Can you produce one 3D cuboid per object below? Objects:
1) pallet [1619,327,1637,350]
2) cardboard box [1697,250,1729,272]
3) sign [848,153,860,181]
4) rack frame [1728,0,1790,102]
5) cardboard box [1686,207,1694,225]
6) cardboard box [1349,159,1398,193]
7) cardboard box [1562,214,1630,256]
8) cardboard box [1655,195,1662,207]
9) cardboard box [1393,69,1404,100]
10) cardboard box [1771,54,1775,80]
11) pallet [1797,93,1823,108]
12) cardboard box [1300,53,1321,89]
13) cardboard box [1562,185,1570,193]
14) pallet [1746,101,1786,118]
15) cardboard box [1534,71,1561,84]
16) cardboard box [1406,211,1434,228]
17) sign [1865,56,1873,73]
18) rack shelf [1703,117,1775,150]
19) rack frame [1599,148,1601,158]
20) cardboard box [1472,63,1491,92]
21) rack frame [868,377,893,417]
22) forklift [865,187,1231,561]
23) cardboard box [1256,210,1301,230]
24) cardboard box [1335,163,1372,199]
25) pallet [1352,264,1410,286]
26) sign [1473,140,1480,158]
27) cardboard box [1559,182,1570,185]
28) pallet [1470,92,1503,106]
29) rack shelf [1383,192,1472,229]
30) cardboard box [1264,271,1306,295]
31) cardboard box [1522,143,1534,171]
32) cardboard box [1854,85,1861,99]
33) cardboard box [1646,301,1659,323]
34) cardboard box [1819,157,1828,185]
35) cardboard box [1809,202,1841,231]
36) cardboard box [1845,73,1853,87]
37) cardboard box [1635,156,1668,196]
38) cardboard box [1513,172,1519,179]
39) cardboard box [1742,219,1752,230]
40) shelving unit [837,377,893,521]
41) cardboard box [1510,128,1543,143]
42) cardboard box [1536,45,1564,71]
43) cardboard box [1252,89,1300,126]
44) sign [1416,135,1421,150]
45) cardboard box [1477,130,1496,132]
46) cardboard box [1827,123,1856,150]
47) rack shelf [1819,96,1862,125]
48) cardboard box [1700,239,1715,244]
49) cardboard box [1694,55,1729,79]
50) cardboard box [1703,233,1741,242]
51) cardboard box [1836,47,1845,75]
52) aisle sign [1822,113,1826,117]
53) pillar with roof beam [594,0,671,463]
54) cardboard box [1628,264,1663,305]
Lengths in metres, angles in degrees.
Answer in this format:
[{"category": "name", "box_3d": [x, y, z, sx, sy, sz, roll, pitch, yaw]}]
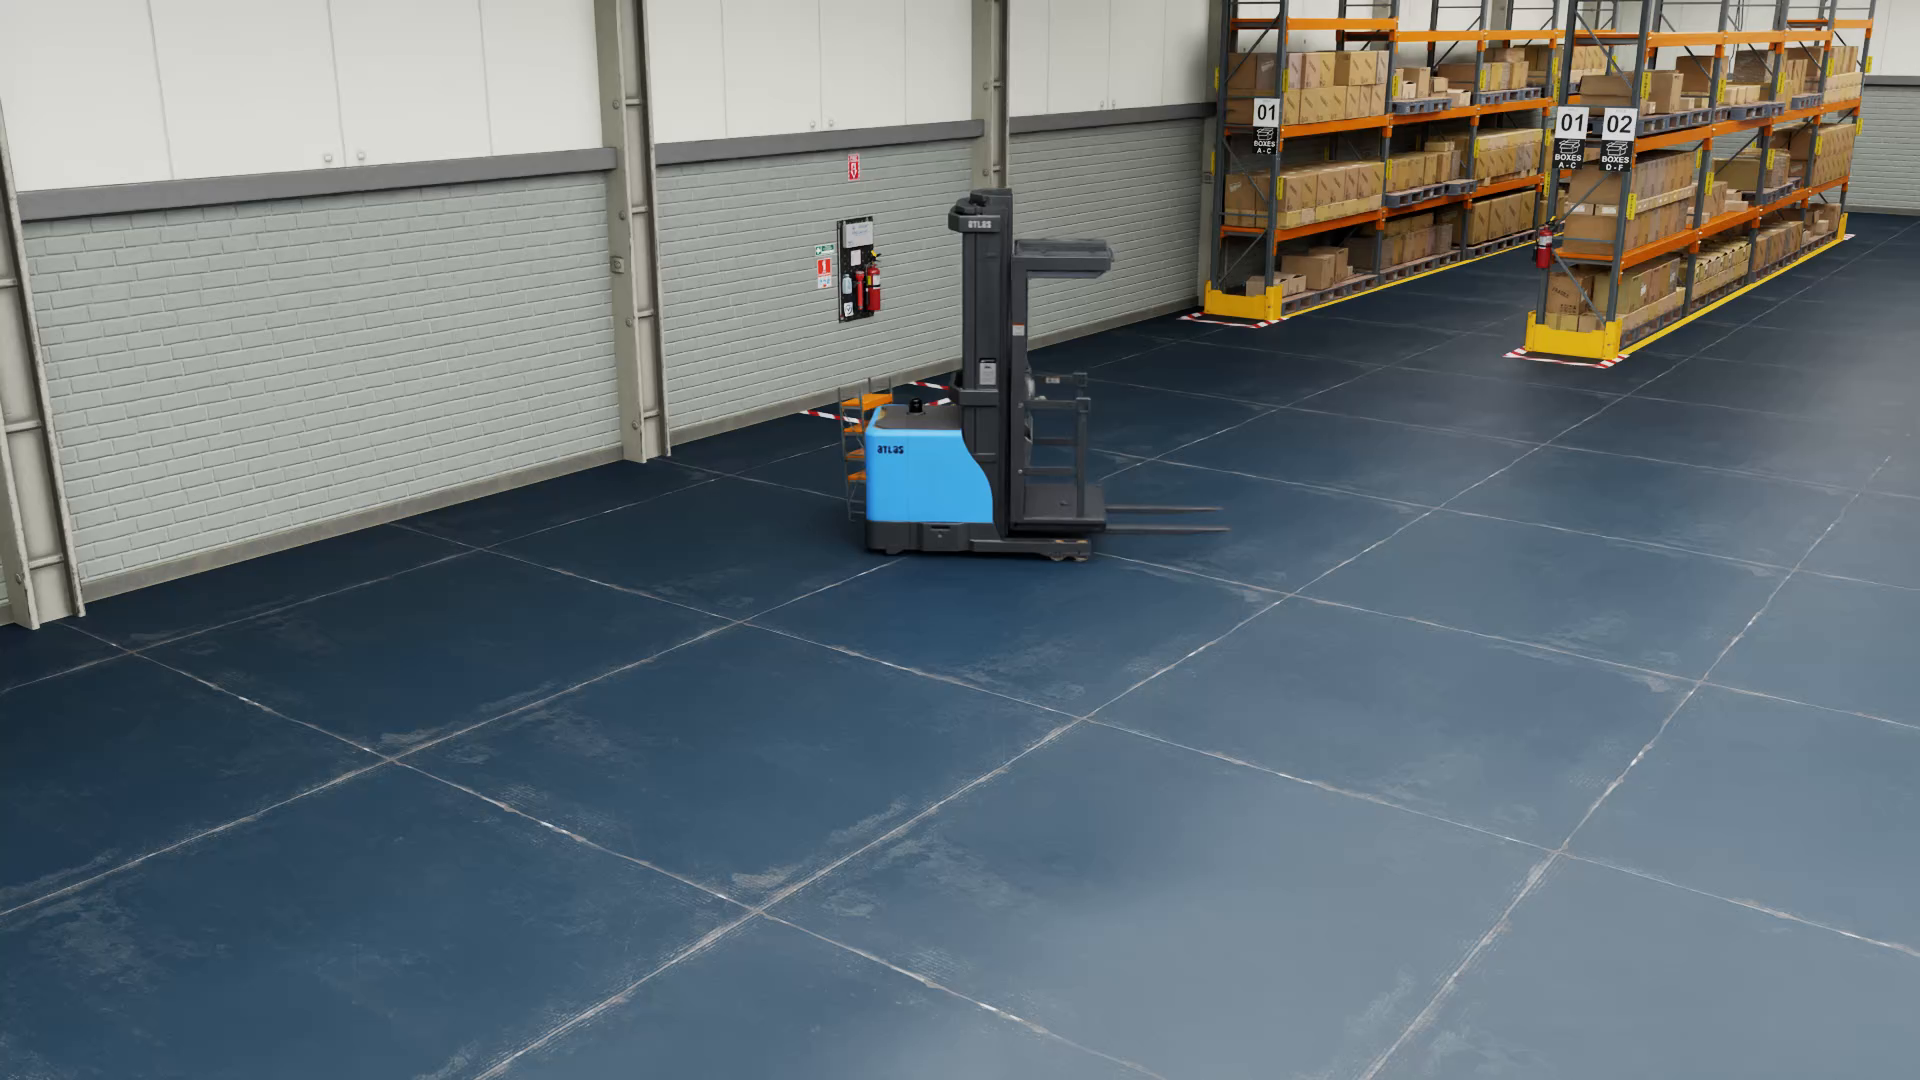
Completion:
[{"category": "pallet", "box_3d": [8.631, -2.802, 22.911, 1.003, 0.211, 1.213, 12, 21, 35]}, {"category": "cardboard box", "box_3d": [11.953, -4.473, 26.572, 0.500, 0.311, 0.500, 13, 22, 36]}, {"category": "sign", "box_3d": [-1.212, -4.250, 18.963, 0.001, 0.298, 0.199, 12, 21, 35]}, {"category": "rack frame", "box_3d": [12.975, -8.715, 27.133, 1.000, 3.000, 0.127, 12, 21, 35]}, {"category": "cardboard box", "box_3d": [10.850, -4.950, 25.380, 0.500, 0.250, 0.500, 14, 22, 38]}, {"category": "cardboard box", "box_3d": [6.942, -6.144, 28.062, 0.700, 0.500, 0.500, 12, 21, 35]}, {"category": "cardboard box", "box_3d": [8.497, -4.101, 22.223, 0.700, 0.500, 0.500, 12, 21, 35]}, {"category": "cardboard box", "box_3d": [9.532, -4.723, 23.133, 0.380, 0.149, 0.250, 13, 21, 35]}, {"category": "cardboard box", "box_3d": [7.002, -7.568, 27.623, 0.500, 0.500, 0.500, 16, 24, 42]}, {"category": "cardboard box", "box_3d": [13.544, -8.032, 28.137, 0.500, 0.500, 0.500, 12, 21, 35]}, {"category": "pallet", "box_3d": [14.914, -8.002, 30.214, 1.213, 0.211, 1.003, 12, 21, 35]}, {"category": "cardboard box", "box_3d": [4.992, -6.945, 24.605, 0.500, 0.500, 0.500, 12, 21, 34]}, {"category": "cardboard box", "box_3d": [13.343, -7.638, 36.194, 0.380, 0.149, 0.250, 13, 22, 36]}, {"category": "pallet", "box_3d": [12.643, -7.015, 27.035, 1.213, 0.211, 1.003, 14, 22, 37]}, {"category": "cardboard box", "box_3d": [12.002, -9.404, 33.787, 0.500, 0.250, 0.500, 12, 21, 35]}, {"category": "cardboard box", "box_3d": [8.218, -5.793, 30.050, 0.500, 0.250, 0.500, 13, 21, 36]}, {"category": "sign", "box_3d": [18.176, -9.508, 33.251, 0.100, 0.325, 0.005, 12, 21, 35]}, {"category": "rack shelf", "box_3d": [11.784, -6.462, 26.151, 1.077, 0.370, 4.000, 12, 21, 35]}, {"category": "rack frame", "box_3d": [13.762, -8.630, 36.975, 1.000, 3.000, 0.127, 12, 21, 35]}, {"category": "cardboard box", "box_3d": [9.511, -8.676, 31.155, 0.700, 0.500, 0.500, 11, 20, 32]}, {"category": "rack frame", "box_3d": [-0.678, -0.868, 14.985, 0.240, 1.200, 0.015, 5, 17, 30]}, {"category": "forklift", "box_3d": [0.743, -1.390, 13.779, 3.031, 2.935, 1.130, 1, 17, 2]}, {"category": "cardboard box", "box_3d": [4.774, -4.817, 24.916, 0.500, 0.250, 0.500, 12, 21, 33]}, {"category": "cardboard box", "box_3d": [6.285, -5.780, 26.754, 0.500, 0.500, 0.500, 12, 21, 34]}, {"category": "pallet", "box_3d": [7.074, -4.625, 28.782, 1.003, 0.211, 1.213, 12, 21, 35]}, {"category": "sign", "box_3d": [9.436, -7.146, 30.377, 0.100, 0.325, 0.005, 12, 21, 35]}, {"category": "cardboard box", "box_3d": [13.339, -7.827, 36.803, 0.380, 0.149, 0.250, 13, 21, 35]}, {"category": "pallet", "box_3d": [9.336, -8.229, 30.946, 1.213, 0.211, 1.003, 14, 22, 37]}, {"category": "rack shelf", "box_3d": [7.803, -5.904, 29.412, 1.077, 0.370, 4.000, 12, 21, 35]}, {"category": "cardboard box", "box_3d": [5.052, -4.029, 25.953, 0.500, 0.311, 0.500, 15, 22, 39]}, {"category": "cardboard box", "box_3d": [11.010, -7.598, 32.950, 0.500, 0.500, 0.500, 13, 21, 35]}, {"category": "cardboard box", "box_3d": [17.648, -8.947, 33.192, 0.500, 0.250, 0.500, 12, 21, 35]}, {"category": "cardboard box", "box_3d": [9.602, -3.277, 23.667, 0.500, 0.250, 0.500, 12, 21, 35]}, {"category": "cardboard box", "box_3d": [16.184, -7.046, 31.706, 0.500, 0.500, 0.500, 13, 21, 36]}, {"category": "cardboard box", "box_3d": [17.616, -6.598, 33.907, 0.500, 0.500, 0.500, 12, 21, 35]}, {"category": "cardboard box", "box_3d": [17.042, -8.950, 32.358, 0.500, 0.250, 0.500, 12, 21, 35]}, {"category": "cardboard box", "box_3d": [9.436, -5.099, 23.249, 0.700, 0.500, 0.500, 12, 21, 35]}, {"category": "cardboard box", "box_3d": [10.773, -7.198, 32.755, 0.380, 0.149, 0.250, 12, 21, 35]}, {"category": "cardboard box", "box_3d": [13.981, -5.747, 29.901, 0.500, 0.250, 0.500, 12, 21, 34]}, {"category": "shelving unit", "box_3d": [-0.800, -0.805, 14.783, 0.258, 1.200, 0.503, 5, 17, 30]}, {"category": "cardboard box", "box_3d": [11.305, -8.078, 33.230, 0.500, 0.250, 0.500, 13, 22, 36]}, {"category": "cardboard box", "box_3d": [12.028, -9.764, 33.683, 0.500, 0.500, 0.500, 12, 21, 34]}, {"category": "cardboard box", "box_3d": [4.628, -6.344, 24.355, 0.500, 0.500, 0.500, 13, 22, 36]}, {"category": "sign", "box_3d": [8.547, -7.374, 30.980, 0.100, 0.325, 0.005, 12, 21, 35]}, {"category": "cardboard box", "box_3d": [10.294, -7.925, 32.737, 0.500, 0.250, 0.500, 12, 21, 33]}, {"category": "cardboard box", "box_3d": [17.698, -8.126, 33.498, 0.500, 0.500, 0.500, 12, 21, 34]}, {"category": "rack shelf", "box_3d": [16.550, -8.368, 32.287, 1.077, 0.370, 4.000, 12, 21, 35]}, {"category": "cardboard box", "box_3d": [12.428, -4.932, 28.051, 0.500, 0.311, 0.500, 13, 22, 37]}, {"category": "cardboard box", "box_3d": [11.312, -7.096, 25.259, 0.500, 0.500, 0.500, 15, 23, 40]}, {"category": "cardboard box", "box_3d": [13.344, -5.130, 29.179, 0.500, 0.500, 0.500, 13, 22, 37]}, {"category": "cardboard box", "box_3d": [16.323, -9.097, 31.567, 0.700, 0.500, 0.500, 12, 21, 35]}, {"category": "aisle sign", "box_3d": [17.547, -9.065, 33.993, 0.394, 0.787, 0.004, 12, 21, 35]}, {"category": "pillar with roof beam", "box_3d": [0.258, -4.384, 13.189, 9.100, 9.000, 0.400, 12, 21, 35]}, {"category": "cardboard box", "box_3d": [9.603, -3.635, 23.555, 0.500, 0.500, 0.500, 12, 21, 35]}]
